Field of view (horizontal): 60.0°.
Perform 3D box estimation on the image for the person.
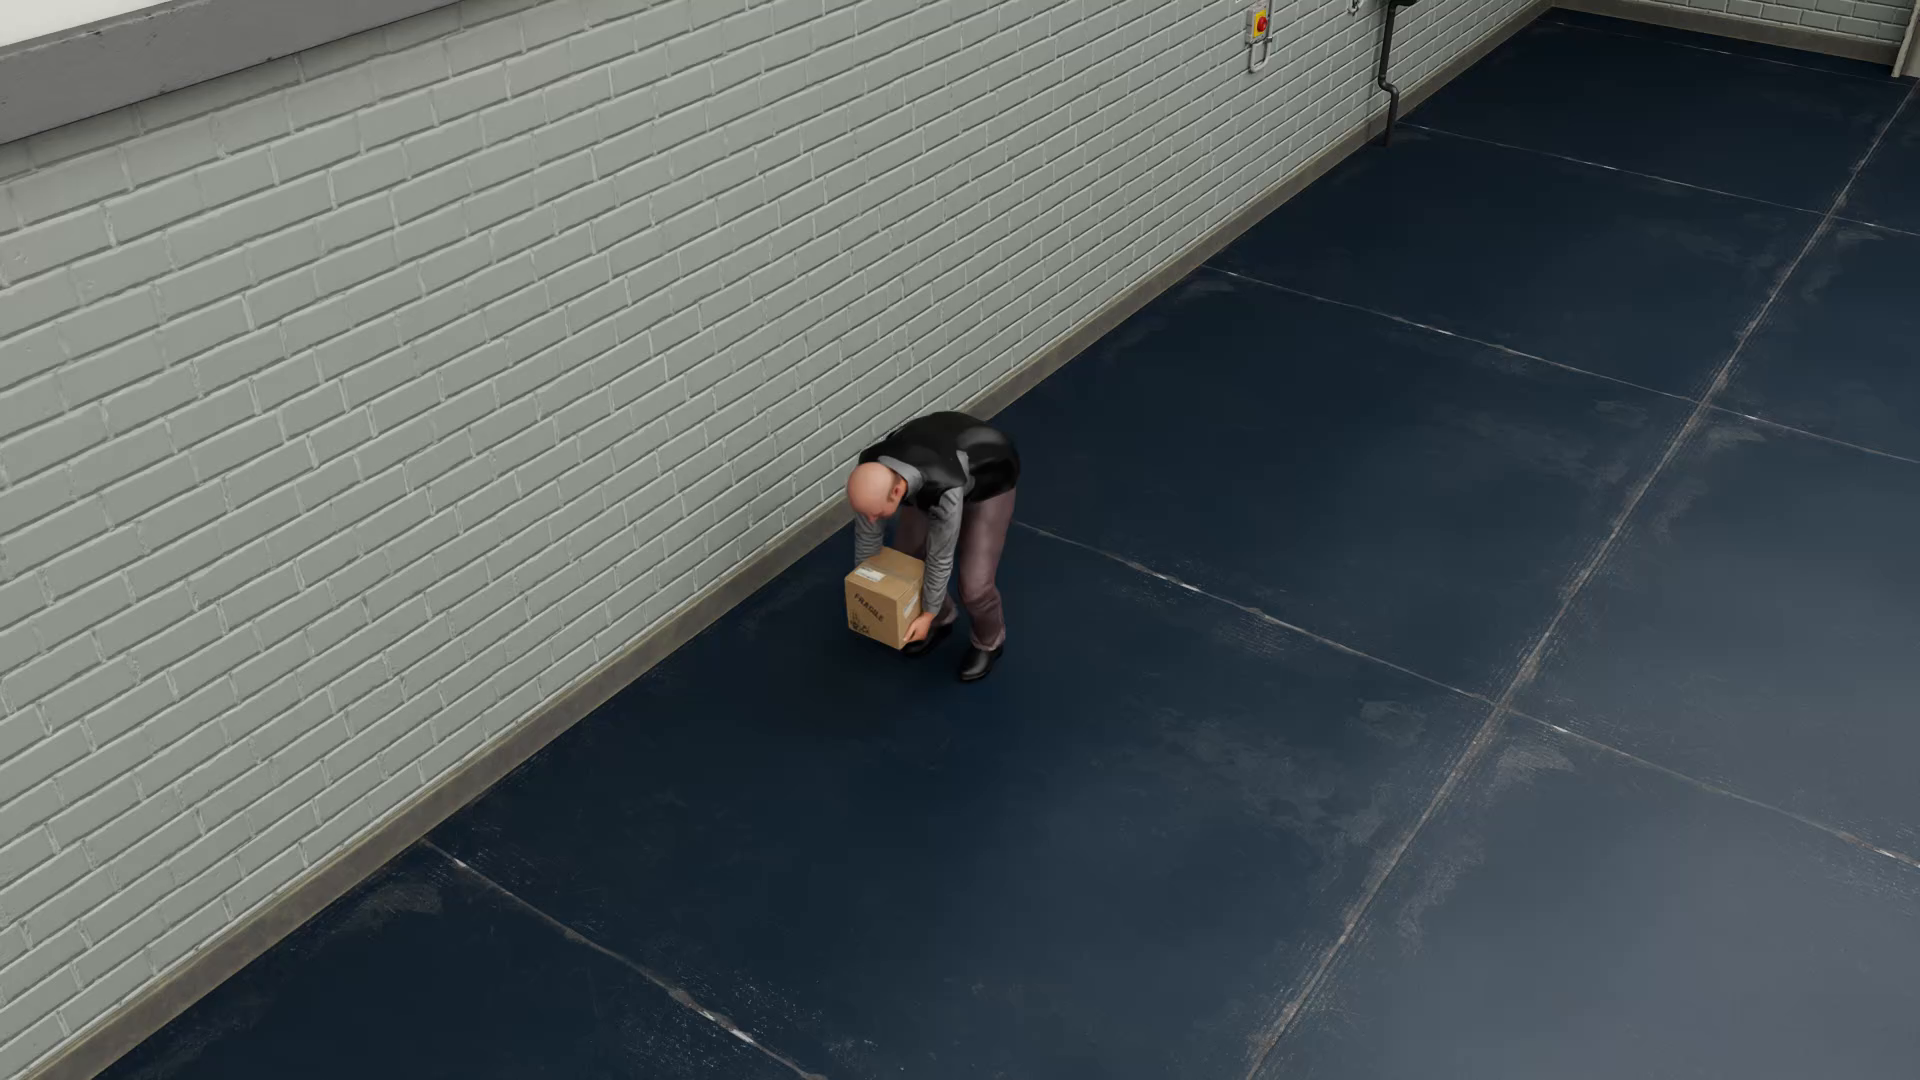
[{"bbox_3d":[-0.128,0.064,6.529,0.478,1.208,0.926,20,39,26],"label":"person"}]
